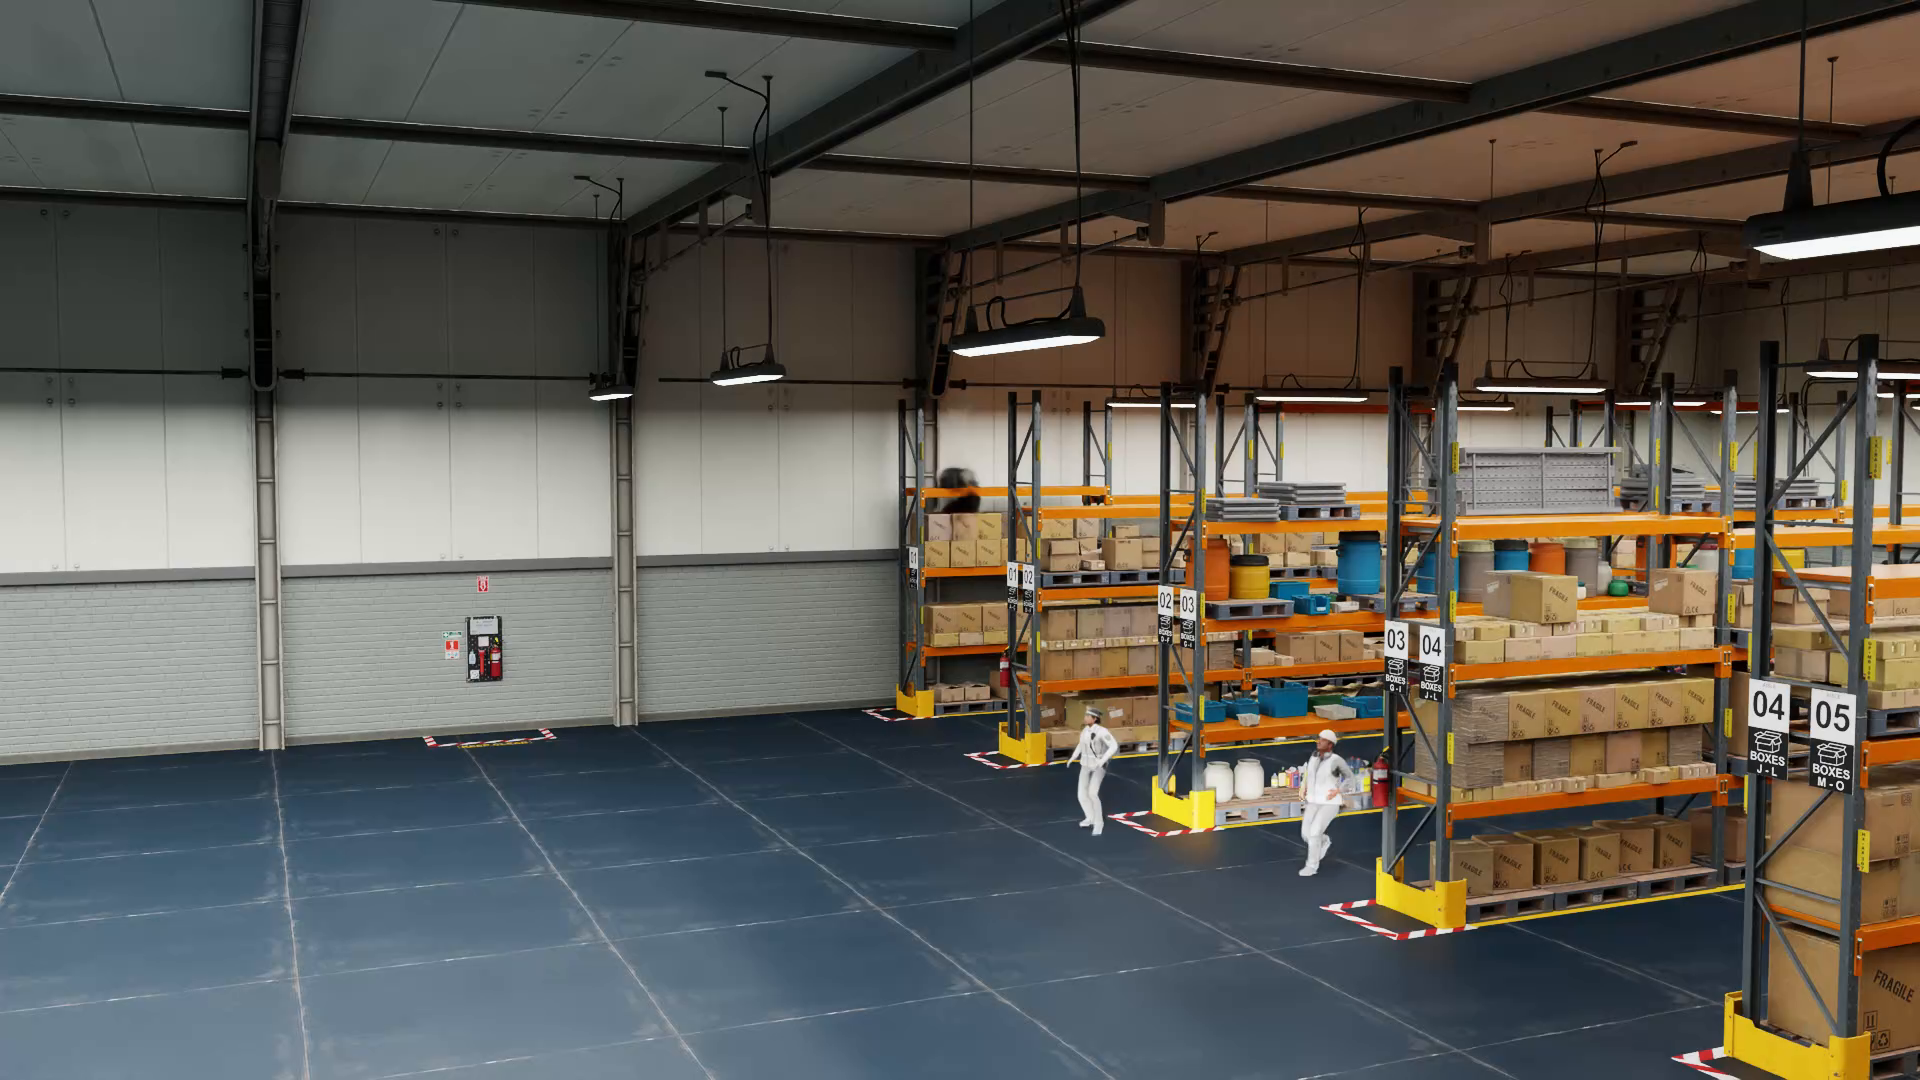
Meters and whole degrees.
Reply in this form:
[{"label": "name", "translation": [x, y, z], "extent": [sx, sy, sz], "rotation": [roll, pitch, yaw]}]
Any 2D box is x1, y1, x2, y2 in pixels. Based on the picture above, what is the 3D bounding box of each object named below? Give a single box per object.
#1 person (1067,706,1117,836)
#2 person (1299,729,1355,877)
[{"label": "person", "translation": [1.736, 3.058, 22.162], "extent": [0.754, 1.701, 0.519], "rotation": [3, 5, 42]}, {"label": "person", "translation": [4.327, 3.145, 19.947], "extent": [0.709, 1.714, 0.672], "rotation": [-3, 4, -38]}]
